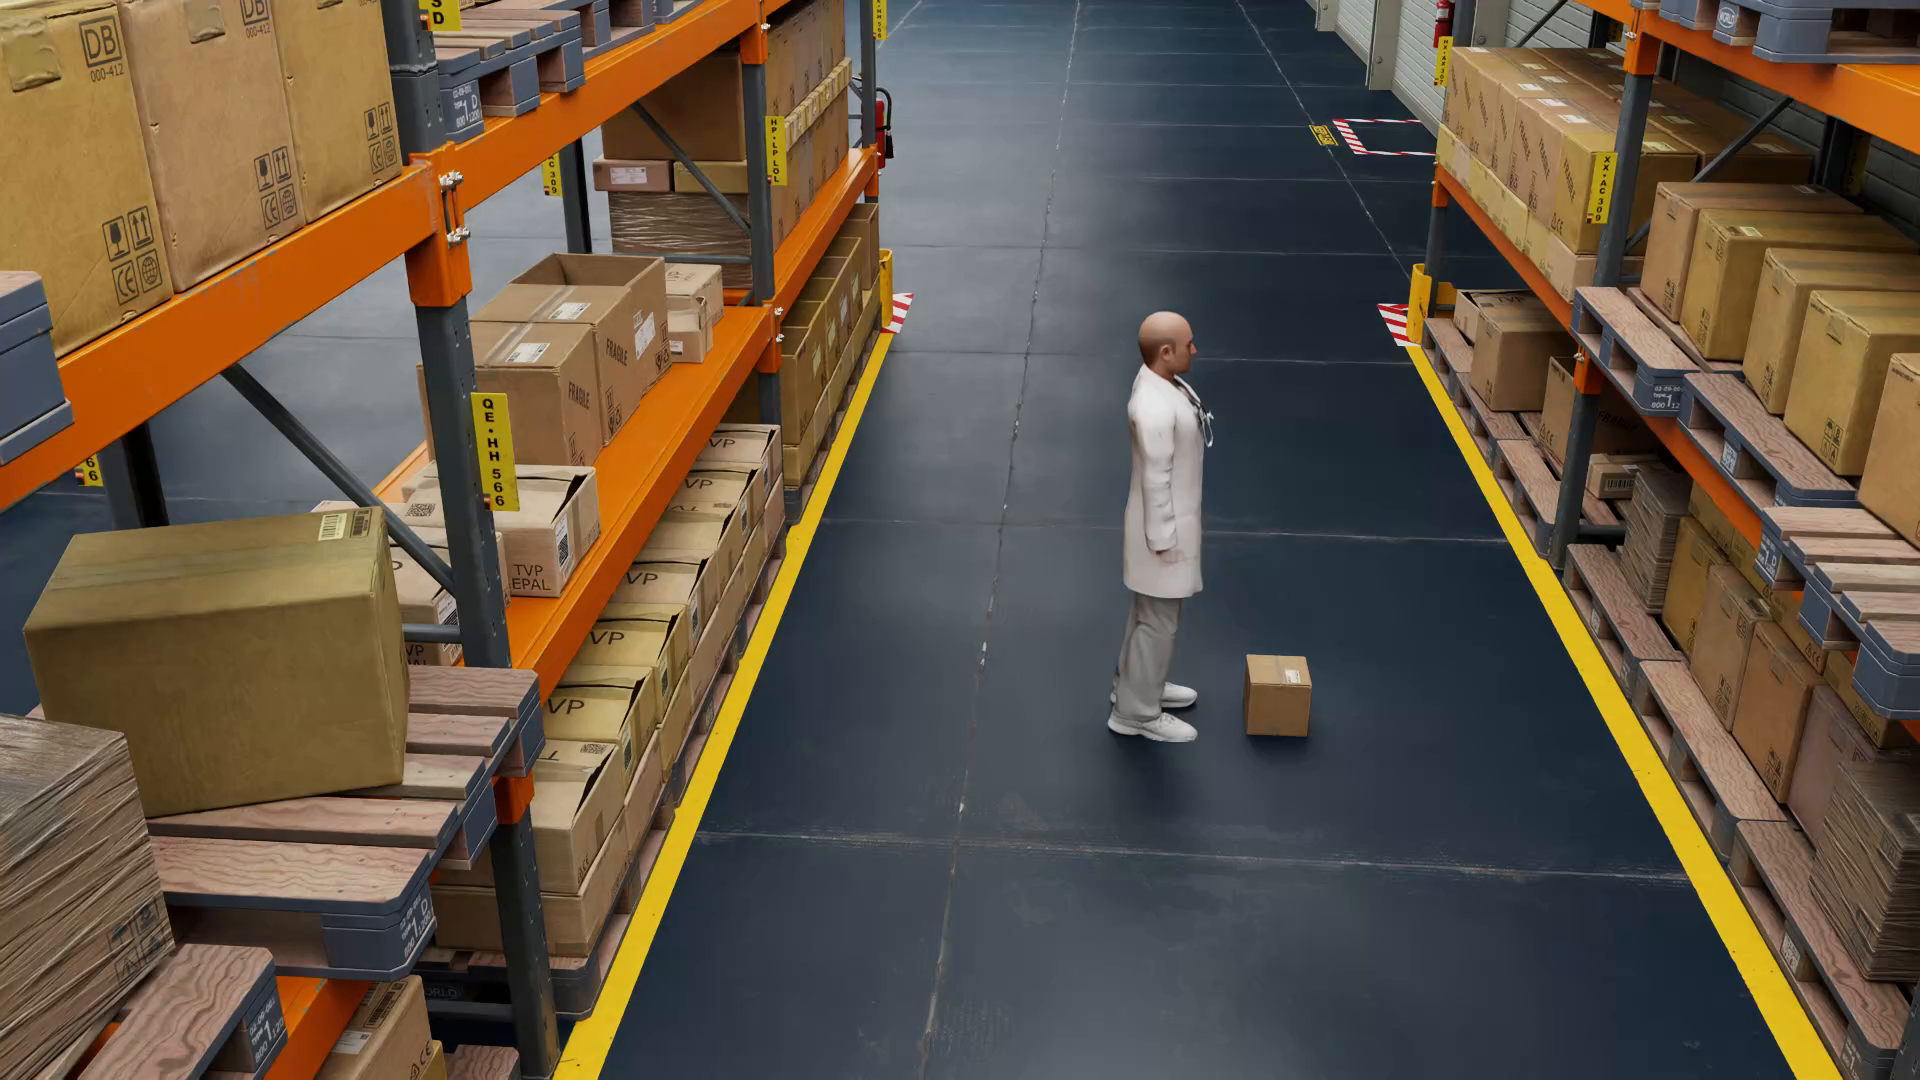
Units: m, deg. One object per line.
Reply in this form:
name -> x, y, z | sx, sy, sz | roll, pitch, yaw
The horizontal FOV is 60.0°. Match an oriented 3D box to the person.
person -> 0.825, -0.053, 6.759 | 0.381, 1.791, 0.545 | 2, 24, 5
